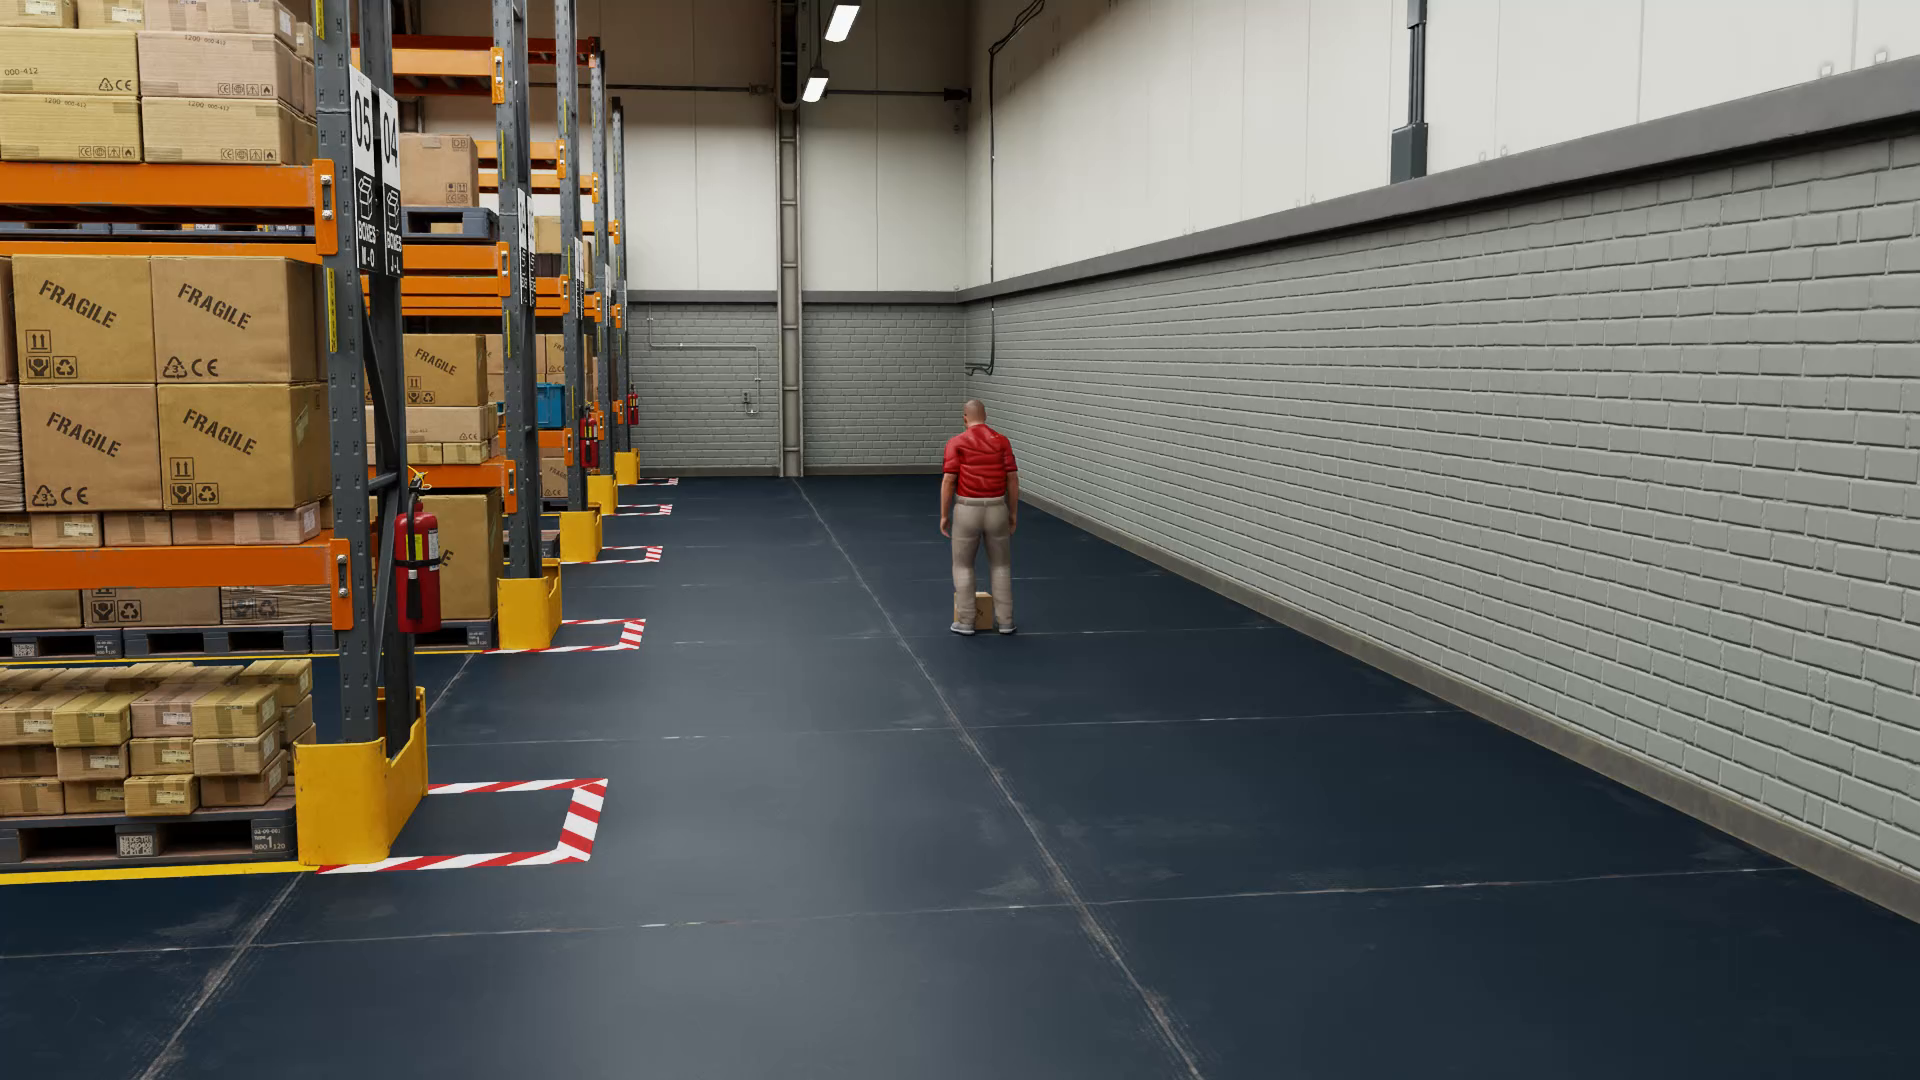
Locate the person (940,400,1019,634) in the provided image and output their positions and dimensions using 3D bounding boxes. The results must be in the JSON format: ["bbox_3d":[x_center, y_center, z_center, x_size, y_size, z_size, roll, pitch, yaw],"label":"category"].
[{"bbox_3d":[0.147,-0.169,12.273,0.606,1.726,0.393,-1,7,-12],"label":"person"}]
